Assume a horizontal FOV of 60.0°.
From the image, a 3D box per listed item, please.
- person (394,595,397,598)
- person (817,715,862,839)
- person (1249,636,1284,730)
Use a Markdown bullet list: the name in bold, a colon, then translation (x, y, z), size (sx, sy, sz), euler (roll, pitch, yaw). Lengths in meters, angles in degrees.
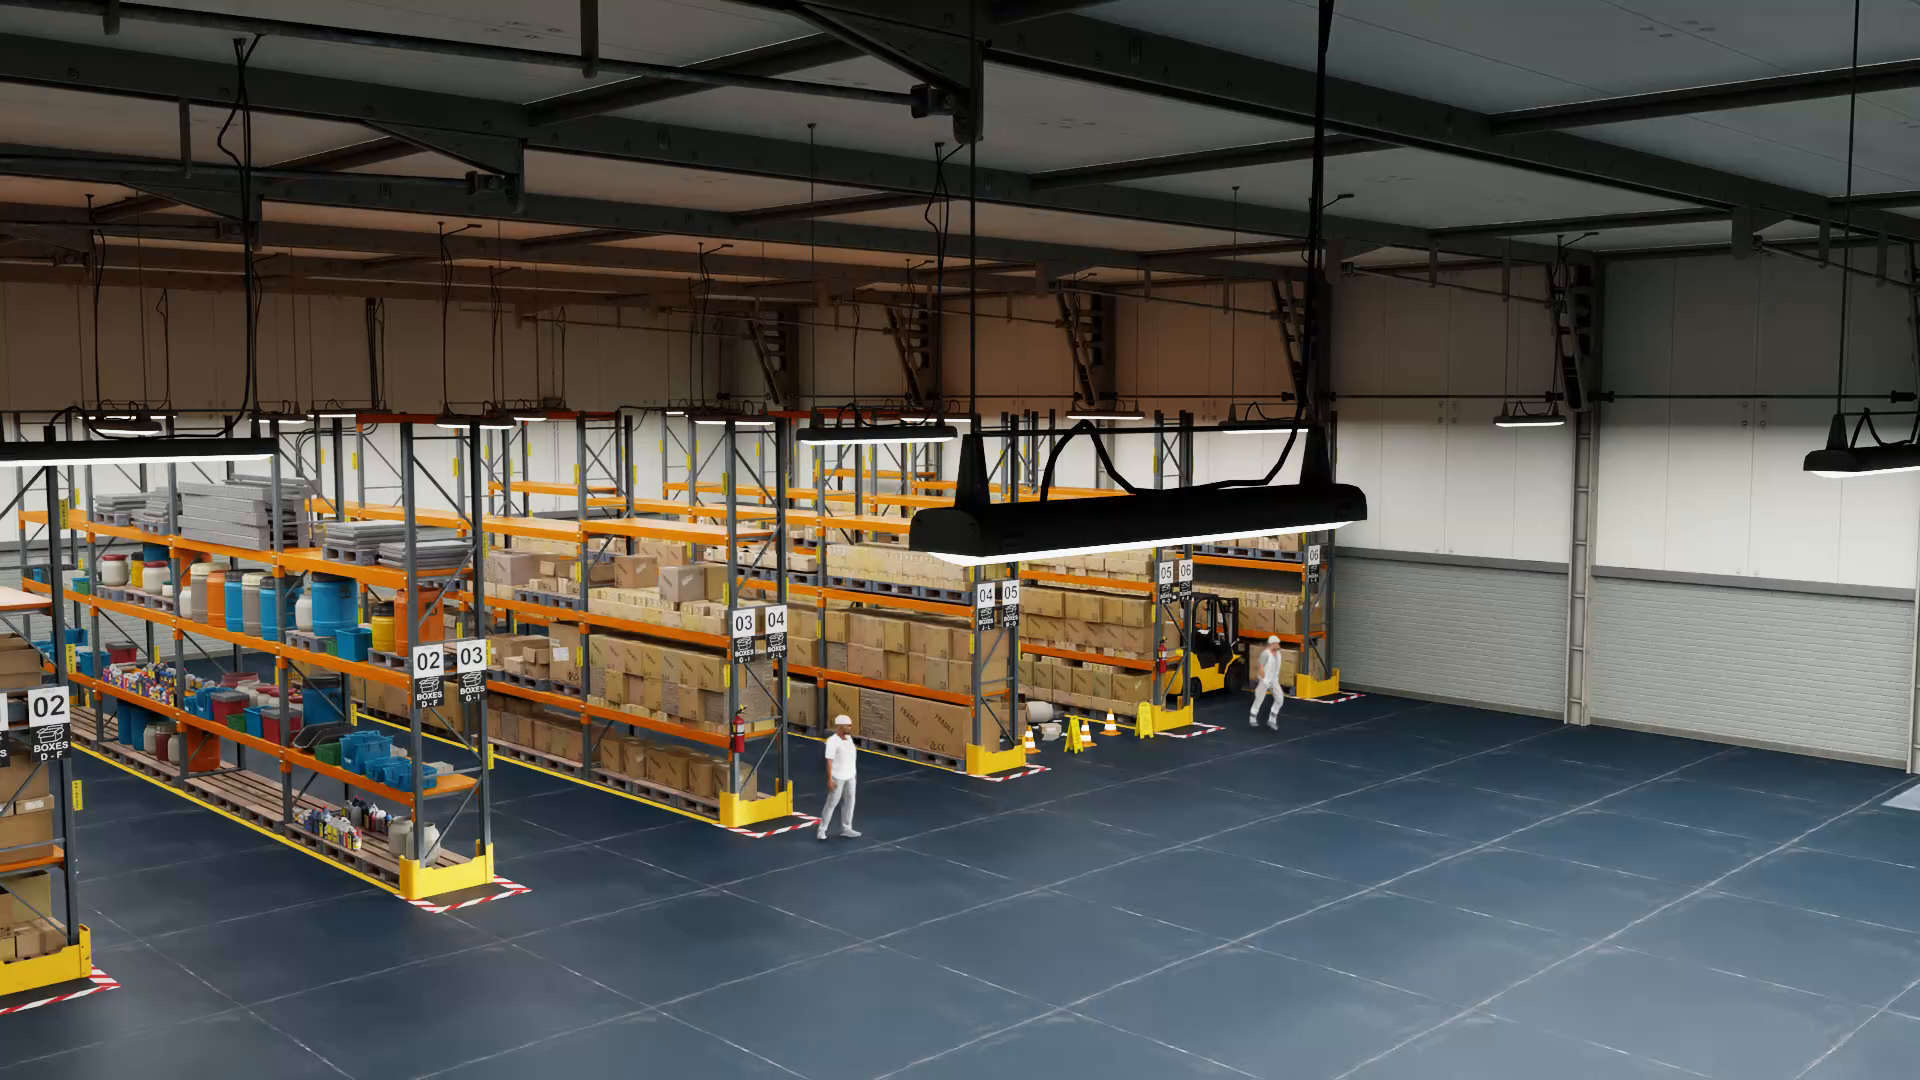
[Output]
- **person**: translation (-13.427, 2.106, 39.424), size (0.742, 1.705, 1.060), euler (-5, 7, -44)
- **person**: translation (-1.742, 3.391, 23.792), size (0.507, 1.765, 0.699), euler (3, 6, 34)
- **person**: translation (5.875, 2.684, 31.547), size (0.611, 1.753, 0.630), euler (-3, 6, -33)
